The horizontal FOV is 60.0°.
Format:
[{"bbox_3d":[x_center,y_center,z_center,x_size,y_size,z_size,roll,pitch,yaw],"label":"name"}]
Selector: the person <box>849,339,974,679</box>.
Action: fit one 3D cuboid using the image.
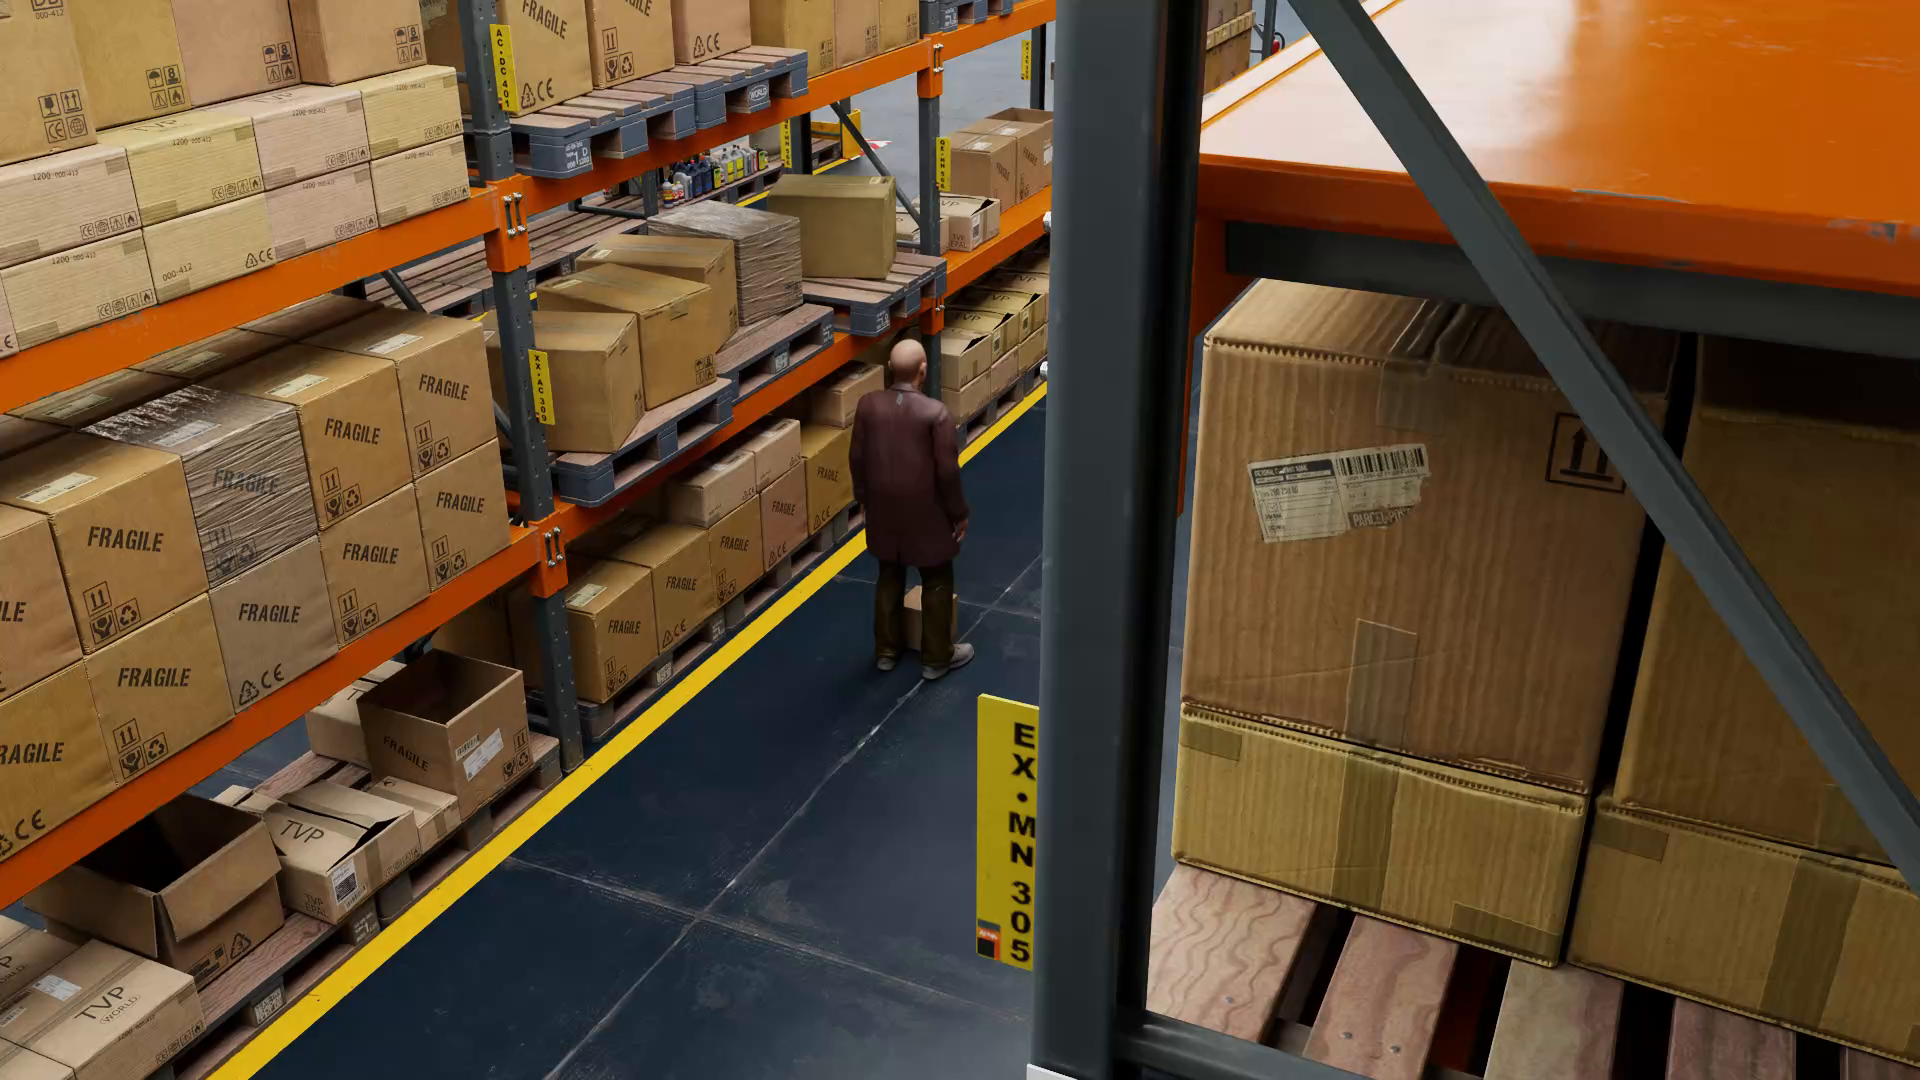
[{"bbox_3d":[-0.253,-0.153,8.446,0.644,1.774,0.427,11,28,22],"label":"person"}]
